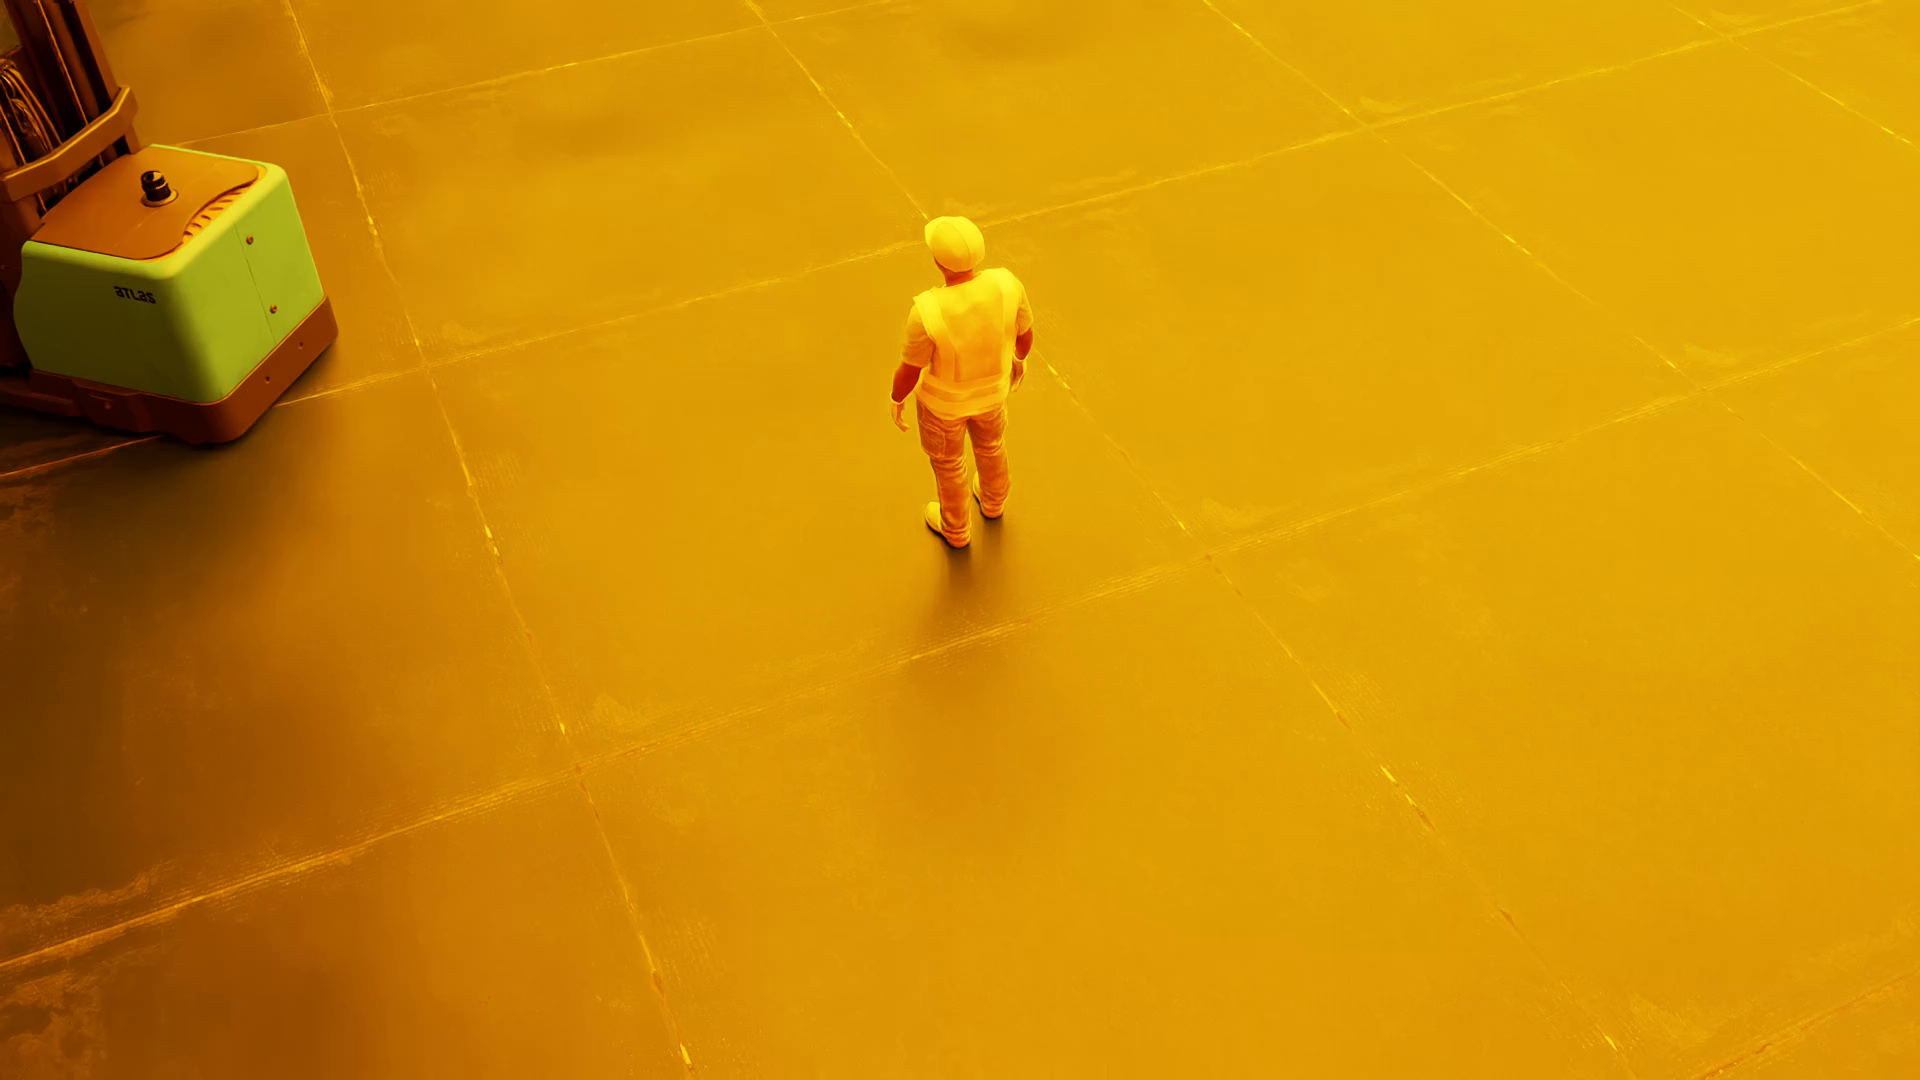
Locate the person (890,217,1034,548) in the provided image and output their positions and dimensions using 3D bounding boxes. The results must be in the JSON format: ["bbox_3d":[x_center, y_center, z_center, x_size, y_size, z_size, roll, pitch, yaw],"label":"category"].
[{"bbox_3d":[-0.022,-0.704,7.265,0.656,1.782,0.577,-18,46,-18],"label":"person"}]

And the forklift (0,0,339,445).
[{"bbox_3d":[-4.904,-2.119,7.951,3.031,2.935,1.130,11,44,12],"label":"forklift"}]
